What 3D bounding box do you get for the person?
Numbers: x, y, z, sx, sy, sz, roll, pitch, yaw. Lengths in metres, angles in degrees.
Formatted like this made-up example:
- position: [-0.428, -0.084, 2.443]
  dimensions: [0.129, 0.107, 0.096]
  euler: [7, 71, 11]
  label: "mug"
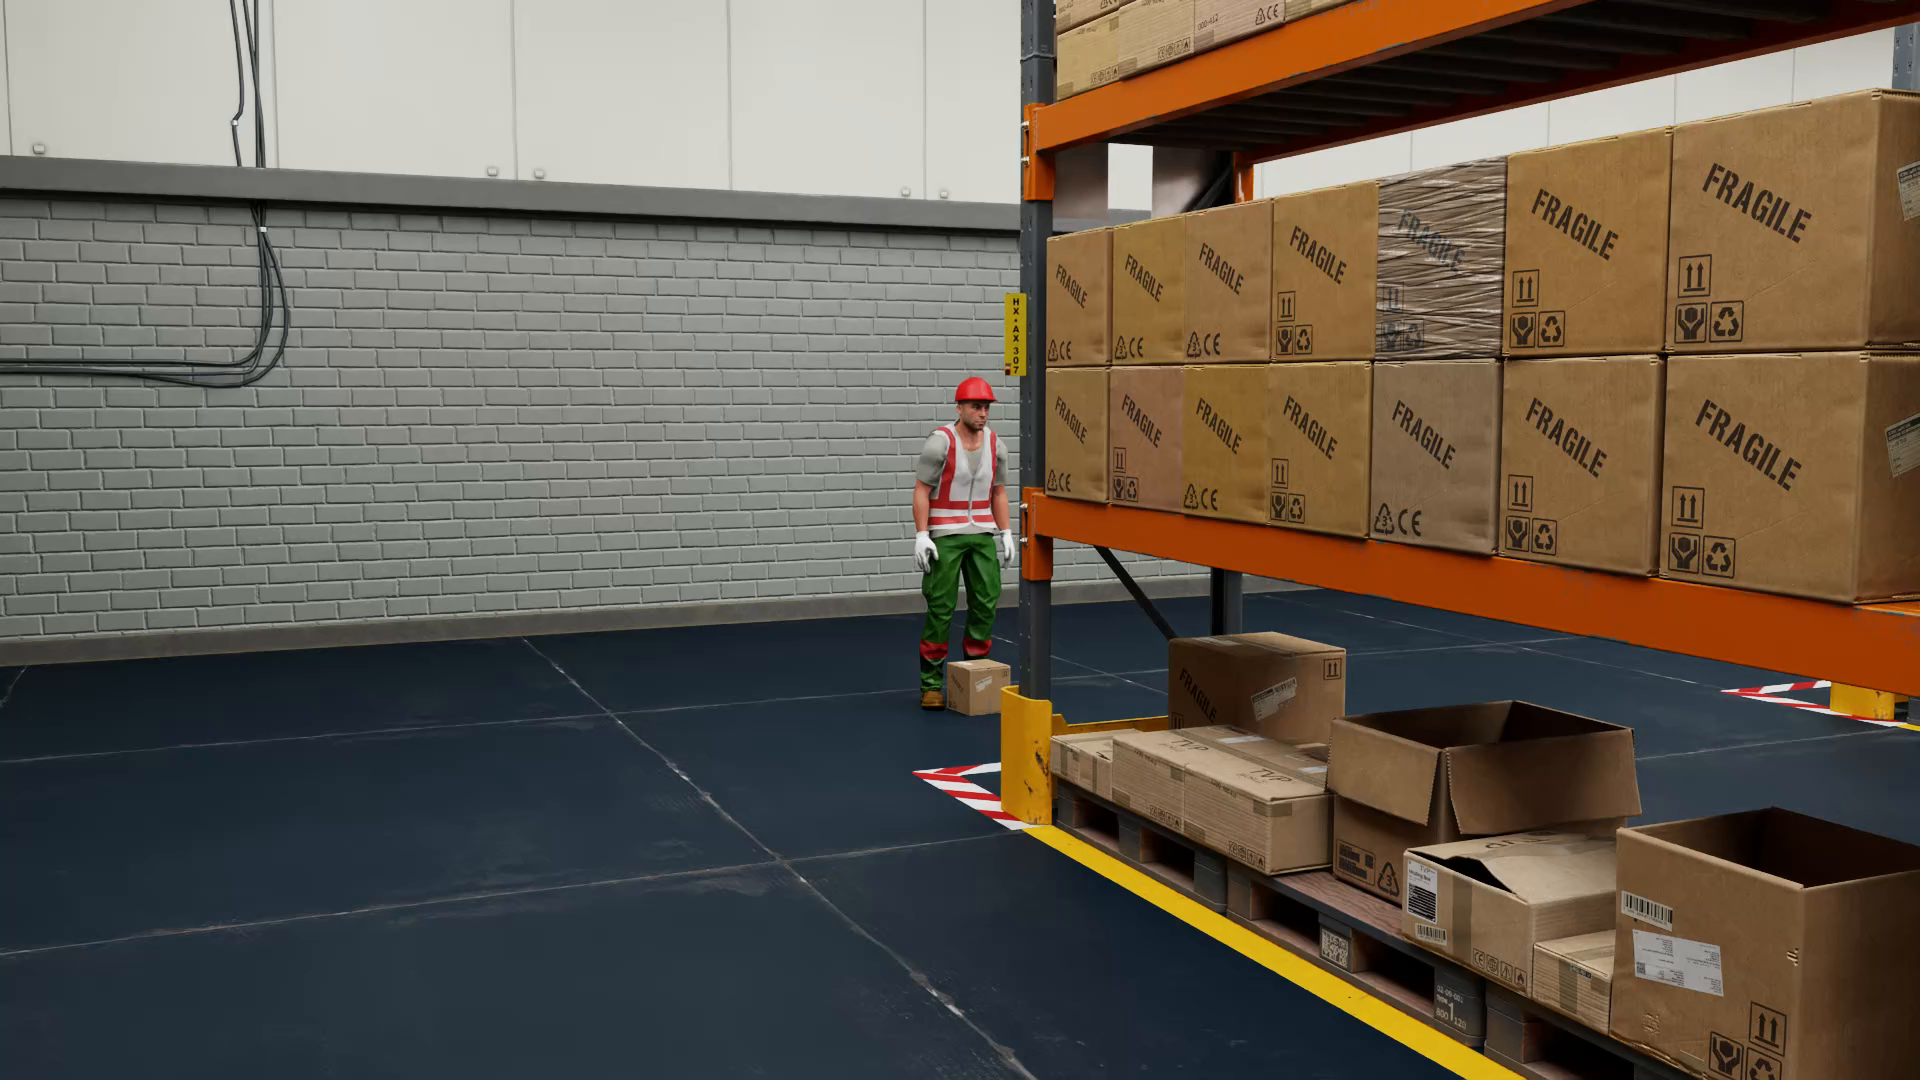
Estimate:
- position: [0.027, 0.008, 9.037]
  dimensions: [0.618, 1.779, 0.452]
  euler: [-3, 6, -27]
  label: "person"
